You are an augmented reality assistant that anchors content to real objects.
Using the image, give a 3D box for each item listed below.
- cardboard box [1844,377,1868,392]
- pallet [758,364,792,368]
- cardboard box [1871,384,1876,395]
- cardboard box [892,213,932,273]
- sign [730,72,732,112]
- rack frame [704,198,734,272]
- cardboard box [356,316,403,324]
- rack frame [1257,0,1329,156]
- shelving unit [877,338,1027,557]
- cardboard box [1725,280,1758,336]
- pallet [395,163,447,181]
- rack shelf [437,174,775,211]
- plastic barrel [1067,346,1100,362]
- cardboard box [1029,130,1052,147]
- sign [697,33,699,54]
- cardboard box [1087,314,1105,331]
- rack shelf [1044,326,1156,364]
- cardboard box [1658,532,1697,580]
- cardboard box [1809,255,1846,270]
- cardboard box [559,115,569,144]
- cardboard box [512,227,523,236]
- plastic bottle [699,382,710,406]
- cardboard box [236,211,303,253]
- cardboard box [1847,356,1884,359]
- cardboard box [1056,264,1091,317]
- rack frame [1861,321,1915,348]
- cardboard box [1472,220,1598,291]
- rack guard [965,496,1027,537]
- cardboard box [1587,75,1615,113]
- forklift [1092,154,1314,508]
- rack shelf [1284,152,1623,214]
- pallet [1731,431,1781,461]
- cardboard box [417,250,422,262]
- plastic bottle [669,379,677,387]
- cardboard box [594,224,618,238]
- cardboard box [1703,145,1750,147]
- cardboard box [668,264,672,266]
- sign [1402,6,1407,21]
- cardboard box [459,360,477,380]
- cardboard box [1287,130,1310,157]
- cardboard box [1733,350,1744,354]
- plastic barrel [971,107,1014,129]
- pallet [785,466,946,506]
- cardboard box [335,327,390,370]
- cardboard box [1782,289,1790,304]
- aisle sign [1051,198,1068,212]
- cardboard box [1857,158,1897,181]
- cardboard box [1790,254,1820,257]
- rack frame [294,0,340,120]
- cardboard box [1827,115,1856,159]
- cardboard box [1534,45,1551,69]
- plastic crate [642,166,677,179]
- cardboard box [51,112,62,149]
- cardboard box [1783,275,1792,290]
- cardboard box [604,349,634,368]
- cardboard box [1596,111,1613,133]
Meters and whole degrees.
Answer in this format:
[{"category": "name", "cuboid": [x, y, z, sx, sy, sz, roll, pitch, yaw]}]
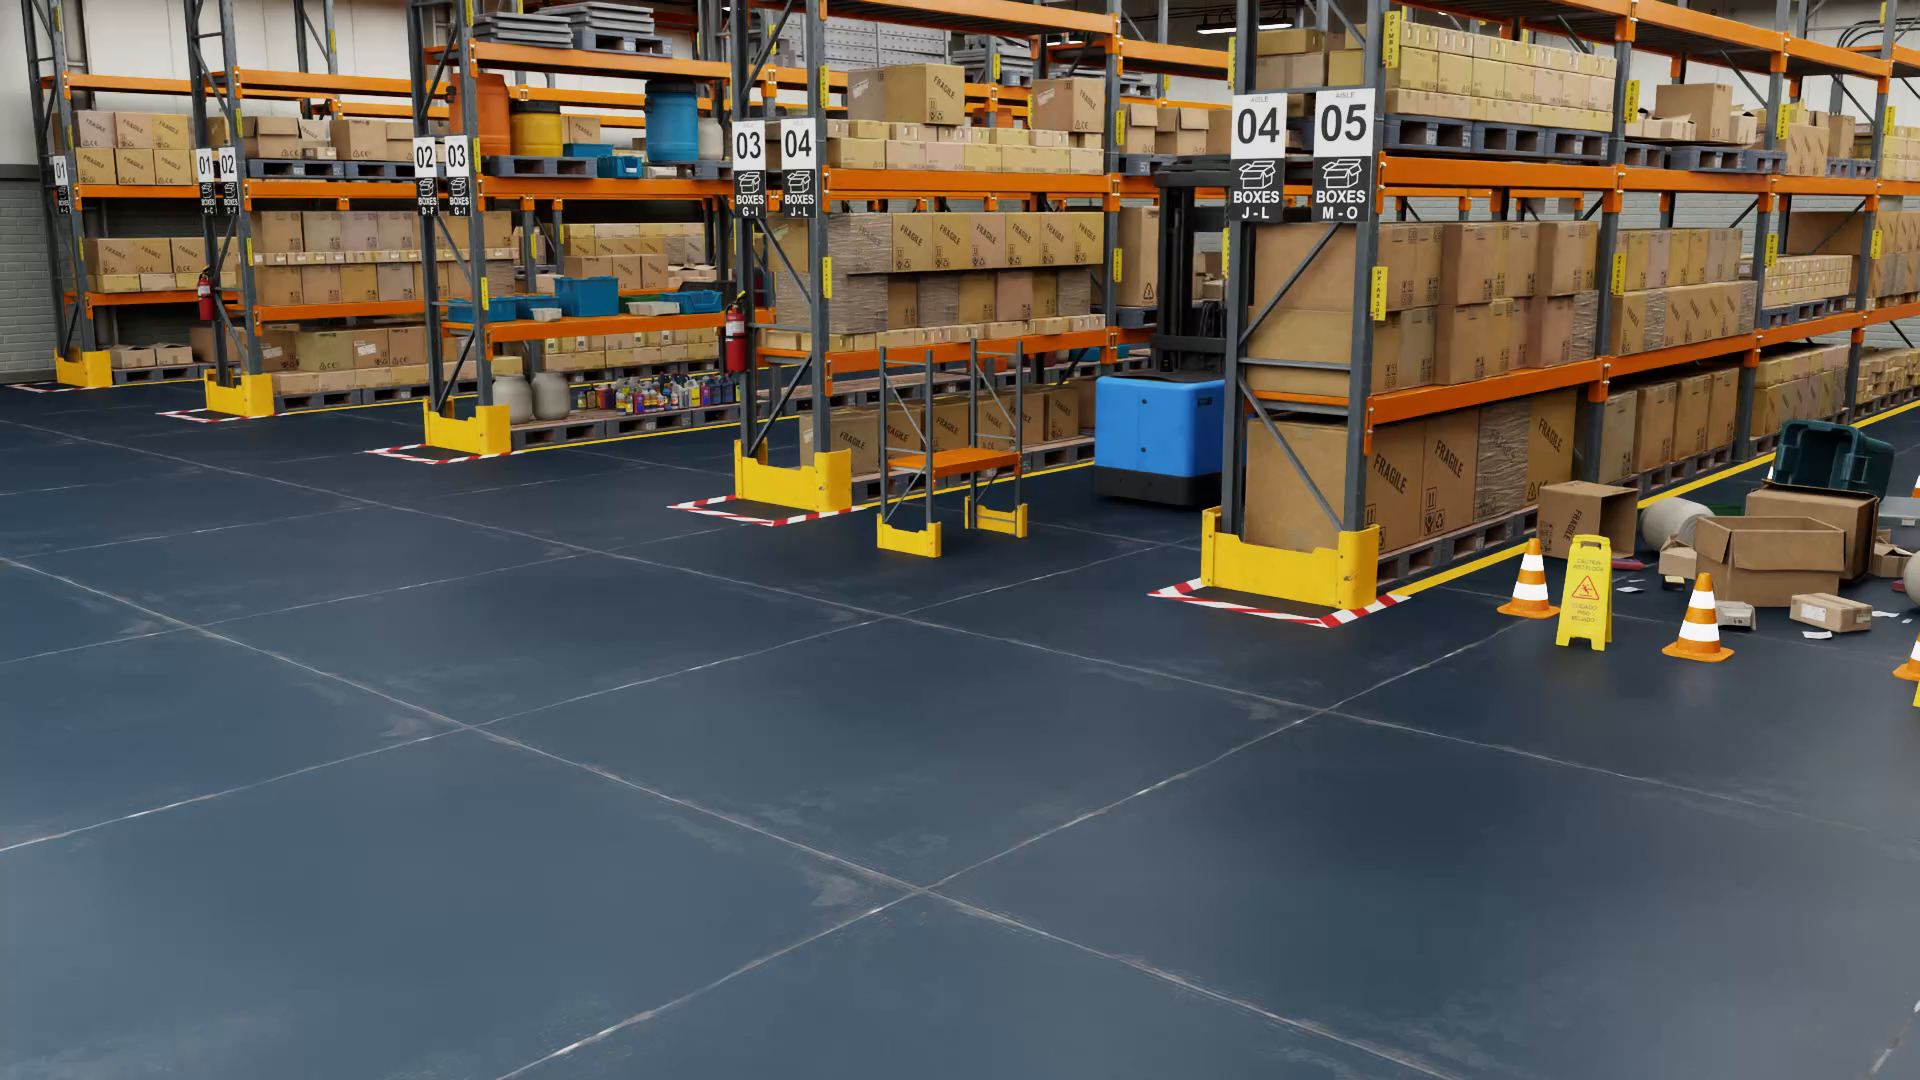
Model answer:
[{"category": "cardboard box", "cuboid": [10.568, -1.859, 19.808, 0.380, 0.149, 0.250, 11, 16, 43]}, {"category": "pallet", "cuboid": [-3.129, -2.980, 27.091, 1.003, 0.211, 1.213, 10, 15, 40]}, {"category": "cardboard box", "cuboid": [11.152, -1.884, 20.690, 0.380, 0.149, 0.250, 9, 14, 38]}, {"category": "cardboard box", "cuboid": [-0.589, -2.588, 14.440, 0.500, 0.500, 0.500, 10, 15, 40]}, {"category": "sign", "cuboid": [-1.896, -3.764, 13.978, 0.100, 0.325, 0.005, 10, 15, 40]}, {"category": "rack frame", "cuboid": [-3.650, -4.242, 26.293, 1.000, 3.000, 0.127, 10, 15, 40]}, {"category": "cardboard box", "cuboid": [-9.541, -3.394, 27.305, 0.700, 0.500, 0.500, 10, 15, 42]}, {"category": "rack frame", "cuboid": [3.789, -5.903, 19.290, 1.000, 3.000, 0.127, 10, 15, 40]}, {"category": "shelving unit", "cuboid": [-0.050, -0.724, 12.508, 0.587, 1.500, 1.083, 10, 15, 40]}, {"category": "cardboard box", "cuboid": [7.352, -2.253, 16.077, 0.500, 0.500, 0.500, 10, 15, 40]}, {"category": "pallet", "cuboid": [-6.834, -4.952, 22.416, 1.003, 0.211, 1.213, 10, 15, 40]}, {"category": "rack shelf", "cuboid": [-3.892, -3.837, 18.441, 1.077, 0.370, 4.000, 10, 15, 40]}, {"category": "plastic barrel", "cuboid": [1.869, -3.185, 25.283, 0.600, 0.901, 0.708, 10, 15, 40]}, {"category": "cardboard box", "cuboid": [0.642, -3.761, 15.588, 0.380, 0.149, 0.250, 9, 15, 39]}, {"category": "sign", "cuboid": [-4.064, -7.750, 25.950, 0.100, 0.325, 0.005, 10, 15, 40]}, {"category": "cardboard box", "cuboid": [1.227, -2.180, 16.607, 0.380, 0.149, 0.250, 10, 15, 40]}, {"category": "rack shelf", "cuboid": [2.469, -2.314, 18.475, 1.077, 0.370, 4.000, 10, 15, 40]}, {"category": "cardboard box", "cuboid": [5.056, 0.115, 11.455, 0.258, 0.266, 0.396, -9, 14, -38]}, {"category": "cardboard box", "cuboid": [9.793, -3.144, 18.843, 0.380, 0.149, 0.250, 9, 15, 39]}, {"category": "cardboard box", "cuboid": [-5.854, -5.711, 23.381, 0.500, 0.500, 0.500, 10, 15, 41]}, {"category": "cardboard box", "cuboid": [-7.780, -5.361, 28.860, 0.380, 0.149, 0.250, 7, 13, 31]}, {"category": "plastic bottle", "cuboid": [-2.984, -1.707, 19.411, 0.133, 0.283, 0.061, -11, 16, -44]}, {"category": "cardboard box", "cuboid": [-8.578, -3.825, 20.638, 0.700, 0.500, 0.500, 10, 15, 41]}, {"category": "cardboard box", "cuboid": [11.330, -2.212, 20.817, 0.380, 0.149, 0.250, 9, 14, 38]}, {"category": "cardboard box", "cuboid": [0.805, -2.509, 16.601, 0.875, 0.500, 0.500, 10, 15, 40]}, {"category": "rack frame", "cuboid": [12.729, -3.482, 22.485, 1.000, 3.000, 0.127, 10, 15, 40]}, {"category": "cardboard box", "cuboid": [4.538, -2.270, 13.276, 0.875, 0.550, 0.550, 10, 15, 40]}, {"category": "rack guard", "cuboid": [0.278, -0.185, 12.997, 0.587, 0.250, 0.087, 10, 15, 40]}, {"category": "cardboard box", "cuboid": [4.675, -3.409, 12.758, 0.500, 0.250, 0.500, 10, 15, 40]}, {"category": "forklift", "cuboid": [2.510, -1.931, 14.897, 1.130, 2.935, 3.031, 10, 15, 41]}, {"category": "rack shelf", "cuboid": [3.487, -2.540, 11.949, 1.077, 0.370, 4.000, 10, 15, 40]}, {"category": "pallet", "cuboid": [7.965, -1.052, 17.440, 1.003, 0.211, 1.213, 10, 15, 40]}, {"category": "cardboard box", "cuboid": [-7.148, -3.767, 22.000, 0.380, 0.149, 0.250, 10, 15, 42]}, {"category": "plastic bottle", "cuboid": [-3.422, -1.789, 19.850, 0.097, 0.271, 0.097, 0, 11, 0]}, {"category": "cardboard box", "cuboid": [-6.526, -5.567, 29.946, 0.500, 0.250, 0.500, 9, 15, 40]}, {"category": "cardboard box", "cuboid": [7.218, -3.800, 15.687, 0.380, 0.166, 0.250, 10, 15, 40]}, {"category": "cardboard box", "cuboid": [-5.615, -5.090, 31.126, 0.380, 0.149, 0.250, 9, 15, 39]}, {"category": "sign", "cuboid": [6.029, -7.102, 22.507, 0.100, 0.325, 0.005, 10, 15, 40]}, {"category": "cardboard box", "cuboid": [-6.770, -2.343, 22.730, 0.500, 0.250, 0.500, 10, 15, 40]}, {"category": "cardboard box", "cuboid": [3.662, -4.624, 19.012, 0.500, 0.500, 0.500, 10, 15, 42]}, {"category": "cardboard box", "cuboid": [8.375, -1.936, 18.139, 0.500, 0.250, 0.500, 10, 15, 42]}, {"category": "plastic barrel", "cuboid": [0.445, -5.572, 23.123, 0.600, 0.830, 0.708, 10, 15, 40]}, {"category": "pallet", "cuboid": [-0.879, -0.543, 14.889, 1.003, 0.211, 1.213, 10, 15, 40]}, {"category": "cardboard box", "cuboid": [-7.761, -2.490, 21.552, 0.500, 0.500, 0.500, 10, 15, 40]}, {"category": "cardboard box", "cuboid": [8.427, -2.546, 17.371, 0.380, 0.149, 0.250, 11, 16, 43]}, {"category": "aisle sign", "cuboid": [1.906, -6.665, 31.783, 0.394, 0.787, 0.004, 10, 15, 40]}, {"category": "cardboard box", "cuboid": [10.592, -4.325, 19.430, 0.500, 0.250, 0.500, 11, 16, 43]}, {"category": "cardboard box", "cuboid": [10.195, -3.196, 20.039, 0.500, 0.500, 0.500, 10, 15, 40]}, {"category": "rack frame", "cuboid": [-10.014, -7.236, 25.963, 1.000, 3.000, 0.127, 10, 15, 40]}, {"category": "cardboard box", "cuboid": [9.756, -4.578, 18.986, 0.700, 0.500, 0.500, 10, 15, 40]}, {"category": "cardboard box", "cuboid": [3.972, -3.429, 11.843, 0.380, 0.149, 0.250, 10, 15, 40]}, {"category": "plastic crate", "cuboid": [-3.328, -4.066, 18.425, 0.243, 0.136, 0.396, 10, 15, 40]}, {"category": "cardboard box", "cuboid": [-12.566, -5.823, 23.687, 0.500, 0.500, 0.500, 11, 15, 43]}, {"category": "cardboard box", "cuboid": [8.435, -2.696, 17.359, 0.380, 0.149, 0.250, 10, 15, 41]}, {"category": "cardboard box", "cuboid": [-5.160, -2.690, 24.470, 0.500, 0.250, 0.500, 9, 15, 39]}, {"category": "cardboard box", "cuboid": [4.807, -3.224, 12.850, 0.380, 0.149, 0.250, 10, 15, 40]}]
